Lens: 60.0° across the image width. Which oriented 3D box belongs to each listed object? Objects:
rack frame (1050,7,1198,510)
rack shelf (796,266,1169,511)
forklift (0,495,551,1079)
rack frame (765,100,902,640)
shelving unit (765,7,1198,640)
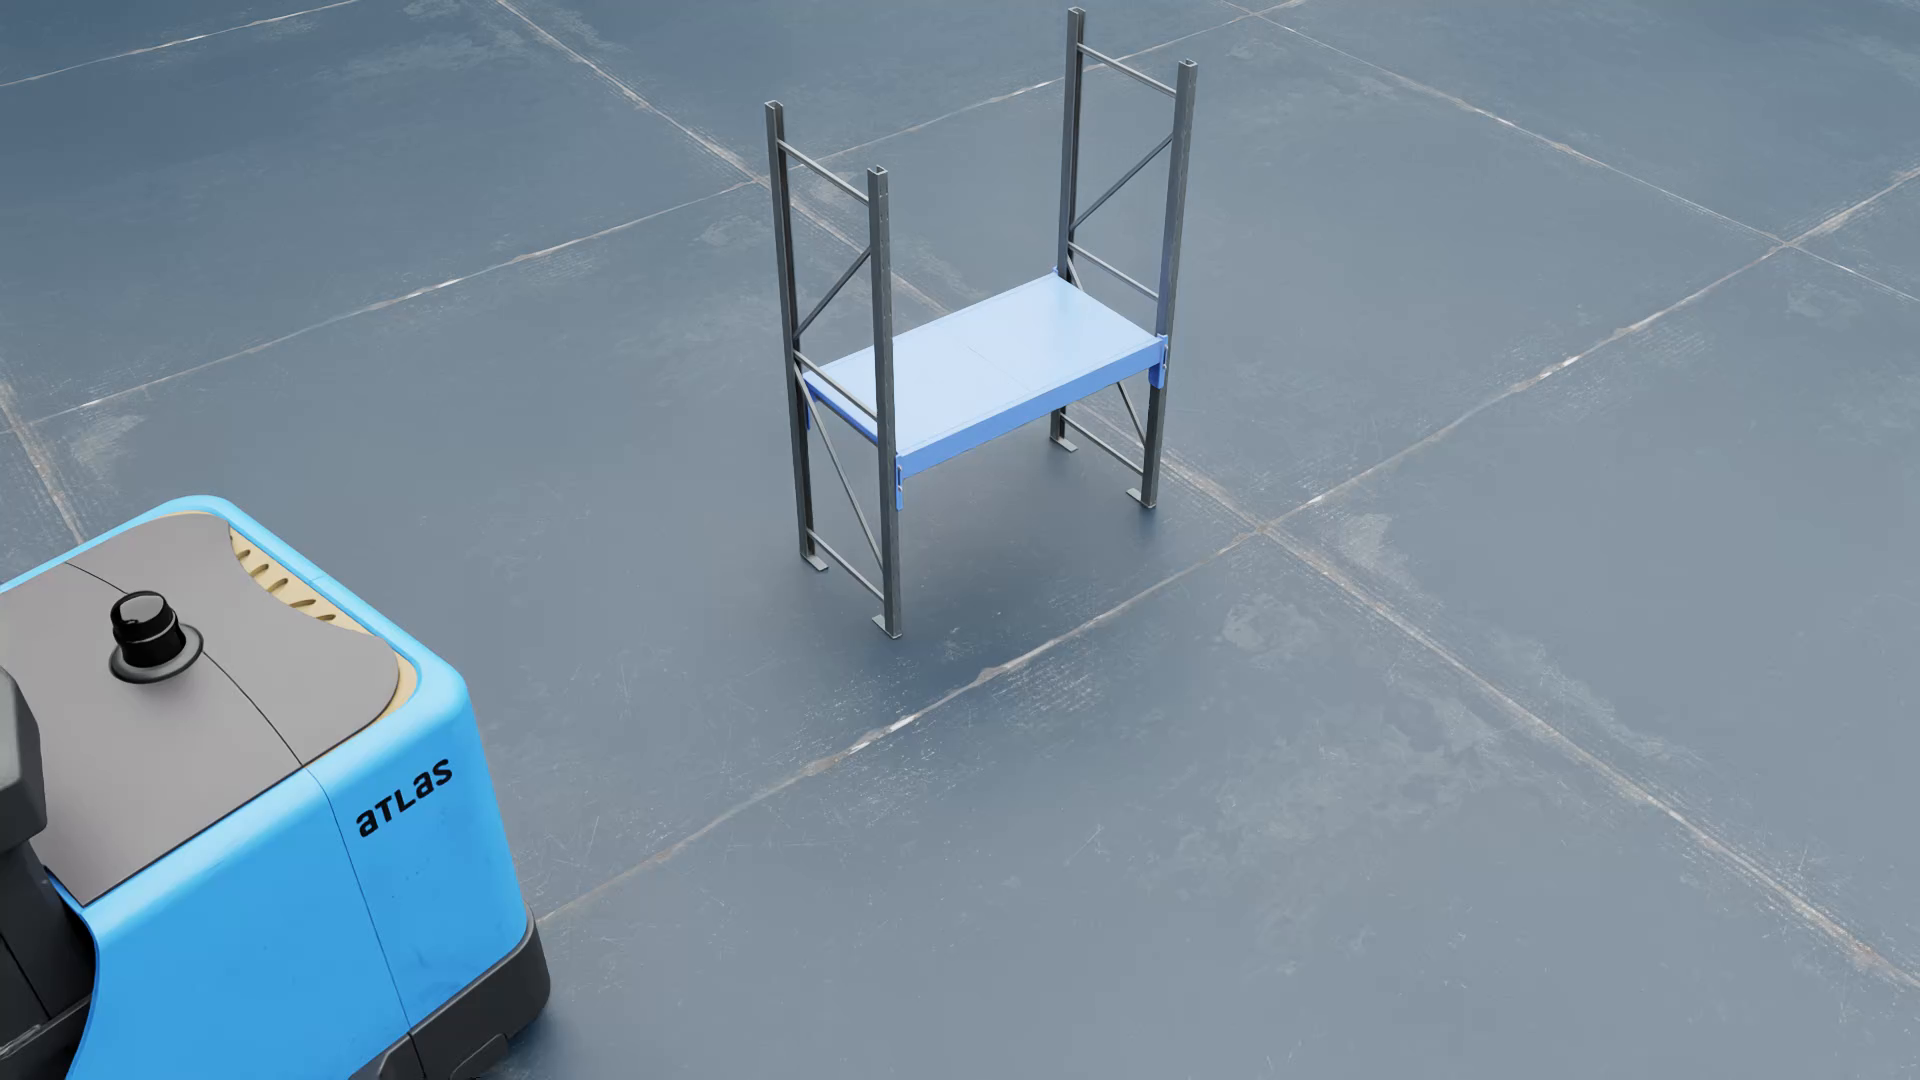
[{"bbox_3d":[0.471,-0.809,5.054,0.032,1.500,0.500,-26,46,-28],"label":"rack frame"},{"bbox_3d":[0.068,-0.474,4.929,1.000,0.185,0.538,-26,46,-28],"label":"rack shelf"},{"bbox_3d":[-2.289,0.480,2.354,1.130,2.935,3.031,28,47,30],"label":"forklift"},{"bbox_3d":[-0.335,-0.416,4.575,0.032,1.500,0.500,-26,46,-28],"label":"rack frame"},{"bbox_3d":[0.068,-0.613,4.815,1.048,1.500,0.538,-26,46,-28],"label":"shelving unit"}]
